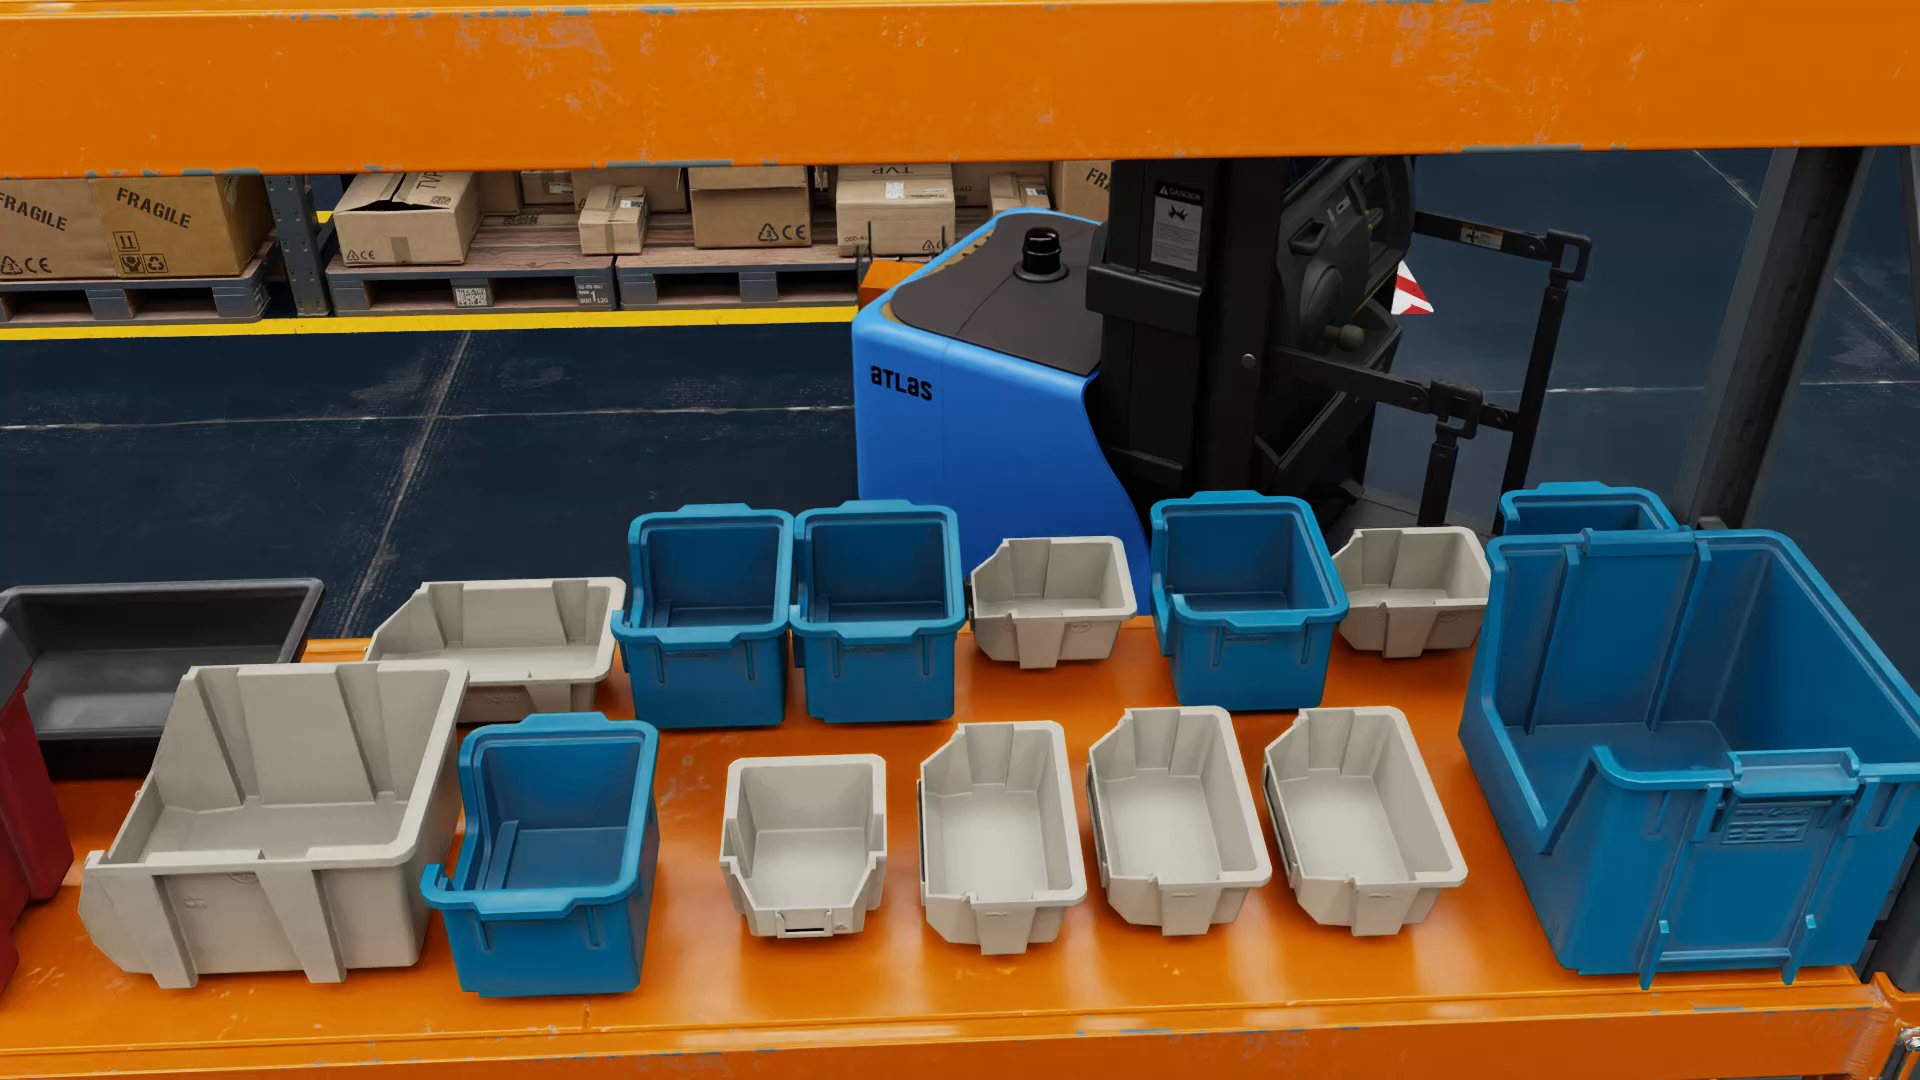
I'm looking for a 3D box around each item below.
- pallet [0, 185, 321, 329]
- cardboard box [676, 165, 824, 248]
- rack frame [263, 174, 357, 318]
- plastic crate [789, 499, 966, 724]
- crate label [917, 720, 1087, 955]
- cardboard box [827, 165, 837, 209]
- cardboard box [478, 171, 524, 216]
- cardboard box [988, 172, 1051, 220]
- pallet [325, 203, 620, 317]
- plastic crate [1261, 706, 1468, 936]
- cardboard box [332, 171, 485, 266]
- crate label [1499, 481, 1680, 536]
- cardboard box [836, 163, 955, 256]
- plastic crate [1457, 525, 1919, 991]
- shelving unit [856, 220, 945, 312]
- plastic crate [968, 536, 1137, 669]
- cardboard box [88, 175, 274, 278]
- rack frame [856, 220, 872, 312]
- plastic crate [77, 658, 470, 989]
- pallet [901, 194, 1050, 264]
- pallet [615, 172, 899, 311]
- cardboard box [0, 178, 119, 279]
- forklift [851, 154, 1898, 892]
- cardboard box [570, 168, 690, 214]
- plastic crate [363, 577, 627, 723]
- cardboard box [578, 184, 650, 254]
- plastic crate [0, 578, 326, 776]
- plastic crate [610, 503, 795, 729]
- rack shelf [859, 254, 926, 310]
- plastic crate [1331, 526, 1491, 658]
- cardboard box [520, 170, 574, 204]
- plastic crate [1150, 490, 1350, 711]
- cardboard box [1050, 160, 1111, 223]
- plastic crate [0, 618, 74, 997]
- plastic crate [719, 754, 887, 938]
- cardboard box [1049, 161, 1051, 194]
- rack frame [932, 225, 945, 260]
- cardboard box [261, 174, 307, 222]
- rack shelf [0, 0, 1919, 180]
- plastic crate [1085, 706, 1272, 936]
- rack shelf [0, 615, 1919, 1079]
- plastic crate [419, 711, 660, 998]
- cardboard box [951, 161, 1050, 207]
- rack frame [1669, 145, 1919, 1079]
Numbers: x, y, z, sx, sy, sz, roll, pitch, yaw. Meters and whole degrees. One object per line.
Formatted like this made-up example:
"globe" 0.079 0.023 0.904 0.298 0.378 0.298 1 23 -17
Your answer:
"pallet" -3.607 -1.278 7.412 1.213 0.211 1.003 -2 35 -2
"cardboard box" -0.920 -1.677 7.344 0.637 0.503 0.797 -2 35 -2
"rack frame" -2.796 -2.469 6.681 0.127 3.000 1.000 -2 35 -2
"plastic crate" -0.147 0.139 3.008 0.300 0.233 0.416 -2 35 -2
"crate label" 0.057 0.469 2.615 0.243 0.136 0.396 -2 35 -2
"cardboard box" -0.356 -1.746 7.667 0.500 0.250 0.500 -2 35 -2
"cardboard box" -2.241 -1.798 7.522 0.500 0.500 0.500 -2 35 -2
"cardboard box" 0.259 -1.478 7.353 0.250 0.166 0.380 -2 35 -2
"pallet" -2.110 -1.340 7.501 1.213 0.211 1.003 -2 35 -2
"plastic crate" 0.624 0.448 2.646 0.243 0.136 0.396 -2 35 -2
"cardboard box" -2.367 -1.432 7.160 0.500 0.311 0.500 -2 35 -2
"crate label" 1.168 0.103 3.060 0.303 0.233 0.416 -2 35 -2
"cardboard box" -0.283 -1.463 7.258 0.500 0.250 0.500 -2 35 -2
"plastic crate" 1.104 0.315 2.575 0.499 0.435 0.616 -2 35 -2
"shelving unit" -0.189 -0.541 5.609 0.252 1.050 0.215 5 35 8
"plastic crate" 0.166 0.123 3.116 0.298 0.136 0.250 -2 35 -2
"cardboard box" -3.276 -1.445 7.013 0.500 0.500 0.500 -2 35 -2
"rack frame" -0.310 -0.553 5.626 0.008 1.050 0.200 5 35 8
"plastic crate" -1.031 0.435 2.537 0.530 0.282 0.437 -2 35 -2
"pallet" 0.327 -1.406 7.596 1.213 0.211 1.003 -2 35 -2
"pallet" -0.889 -1.374 7.551 1.213 0.211 1.003 -2 35 -2
"cardboard box" -3.770 -1.437 7.000 0.500 0.500 0.500 -1 35 -2
"forklift" 1.193 -0.767 4.283 3.031 2.935 1.130 19 39 25
"cardboard box" -1.491 -1.741 7.605 0.500 0.311 0.500 -2 35 -2
"plastic crate" -0.840 0.213 2.985 0.466 0.136 0.293 -2 35 -2
"cardboard box" -1.503 -1.402 7.243 0.250 0.166 0.380 -2 35 -2
"plastic crate" -1.460 0.253 2.938 0.590 0.125 0.437 -2 35 -2
"plastic crate" -0.447 0.147 2.997 0.300 0.233 0.416 -2 35 -2
"rack shelf" -0.189 -0.766 5.454 0.240 0.259 0.215 5 35 8
"plastic crate" 0.844 0.104 3.142 0.298 0.136 0.250 -2 35 -2
"cardboard box" -1.869 -1.698 7.686 0.250 0.149 0.380 -2 35 -2
"plastic crate" 0.510 0.121 3.034 0.300 0.233 0.416 -2 35 -2
"cardboard box" 0.668 -1.575 7.200 0.500 0.500 0.500 -2 35 -2
"plastic crate" -1.662 0.415 2.406 0.583 0.464 0.402 -2 35 -2
"plastic crate" -0.238 0.488 2.589 0.250 0.136 0.298 -2 35 -2
"cardboard box" 0.515 -1.770 7.774 0.250 0.166 0.380 -2 35 -2
"rack frame" -0.069 -0.530 5.593 0.008 1.050 0.200 5 35 8
"cardboard box" -3.291 -1.747 7.449 0.500 0.500 0.500 -3 35 -4
"rack shelf" -0.568 -0.644 2.041 4.000 0.370 1.077 -2 35 -2
"plastic crate" 0.334 0.448 2.646 0.243 0.136 0.396 -2 35 -2
"rack shelf" -0.568 0.589 2.895 4.000 0.370 1.077 -2 35 -2
"plastic crate" -0.609 0.485 2.508 0.300 0.233 0.416 -2 35 -2
"cardboard box" 0.143 -1.760 7.687 0.500 0.250 0.500 -2 35 -2
"rack frame" 1.430 0.239 2.768 0.127 3.000 1.000 -2 35 -2
